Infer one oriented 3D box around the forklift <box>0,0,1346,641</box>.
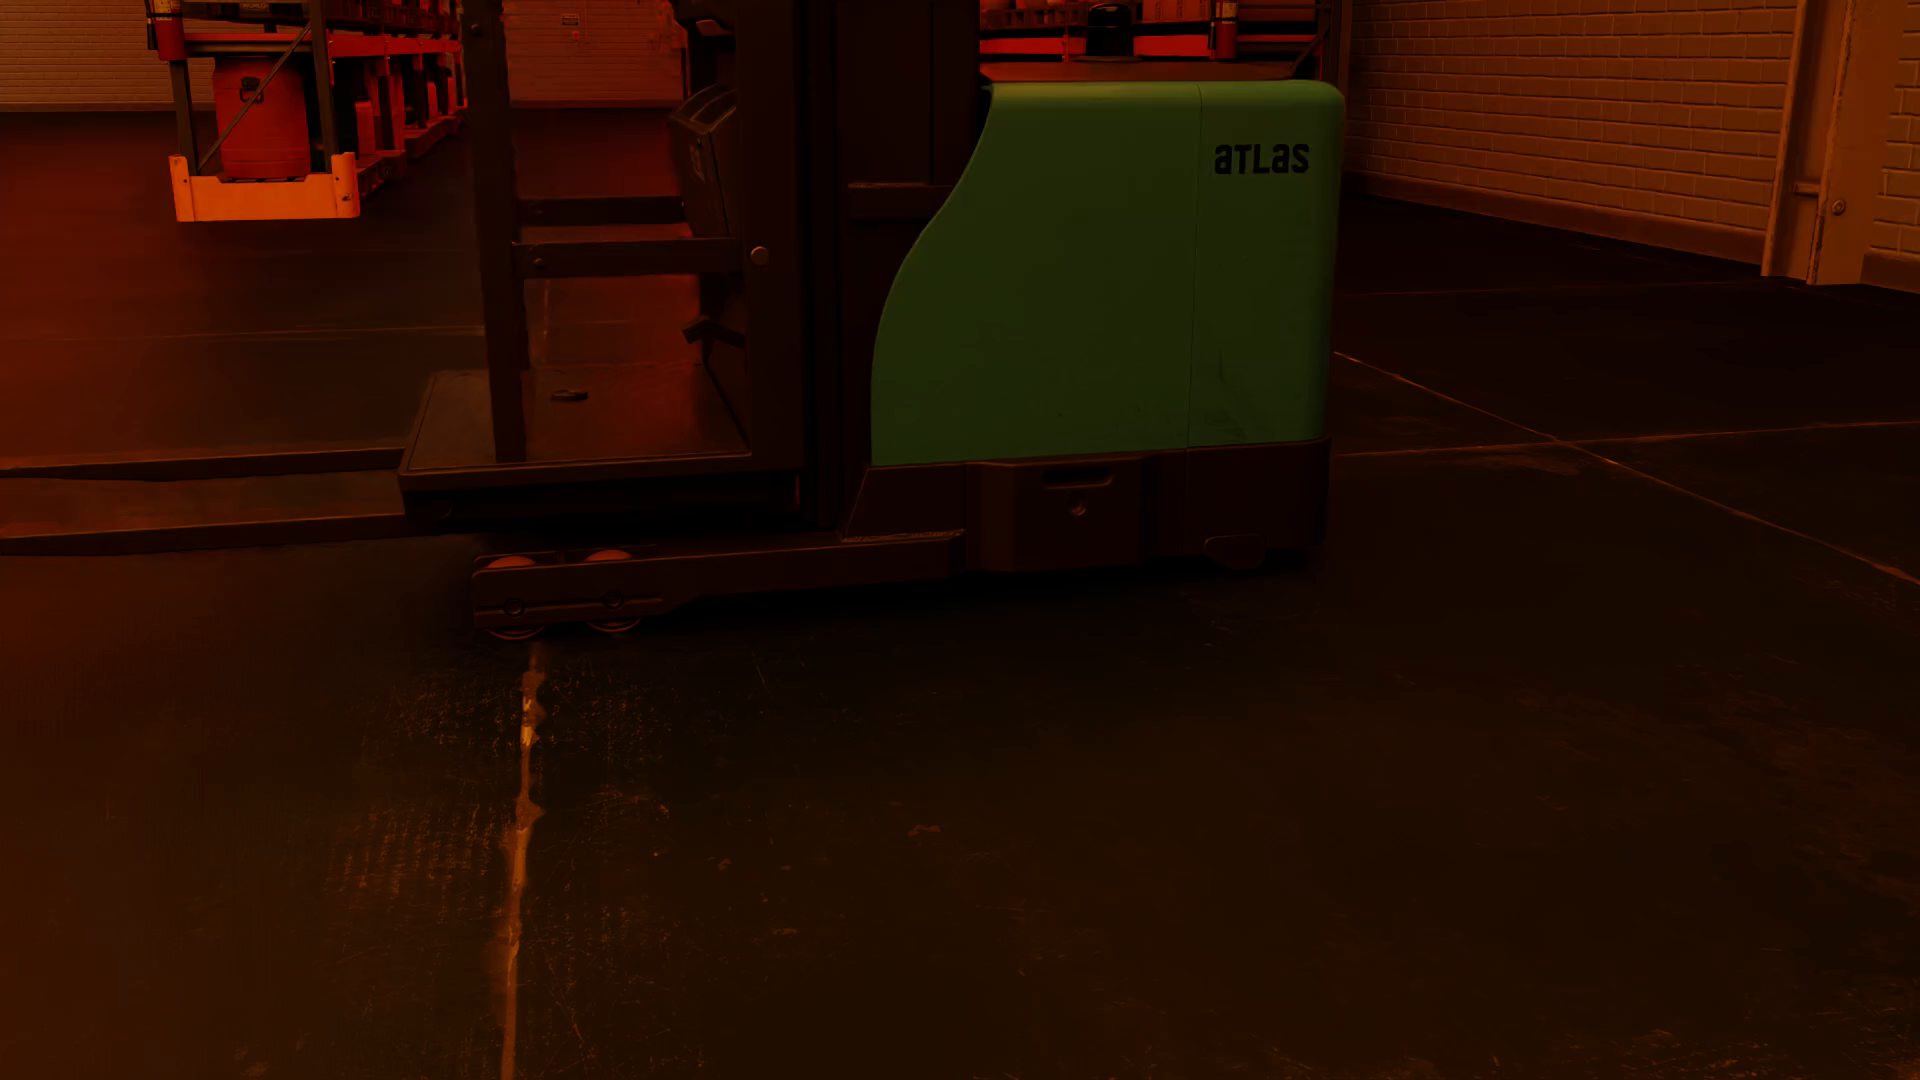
[{"bbox_3d":[-0.741,-1.369,3.476,3.031,2.935,1.130,-4,17,-13],"label":"forklift"}]
